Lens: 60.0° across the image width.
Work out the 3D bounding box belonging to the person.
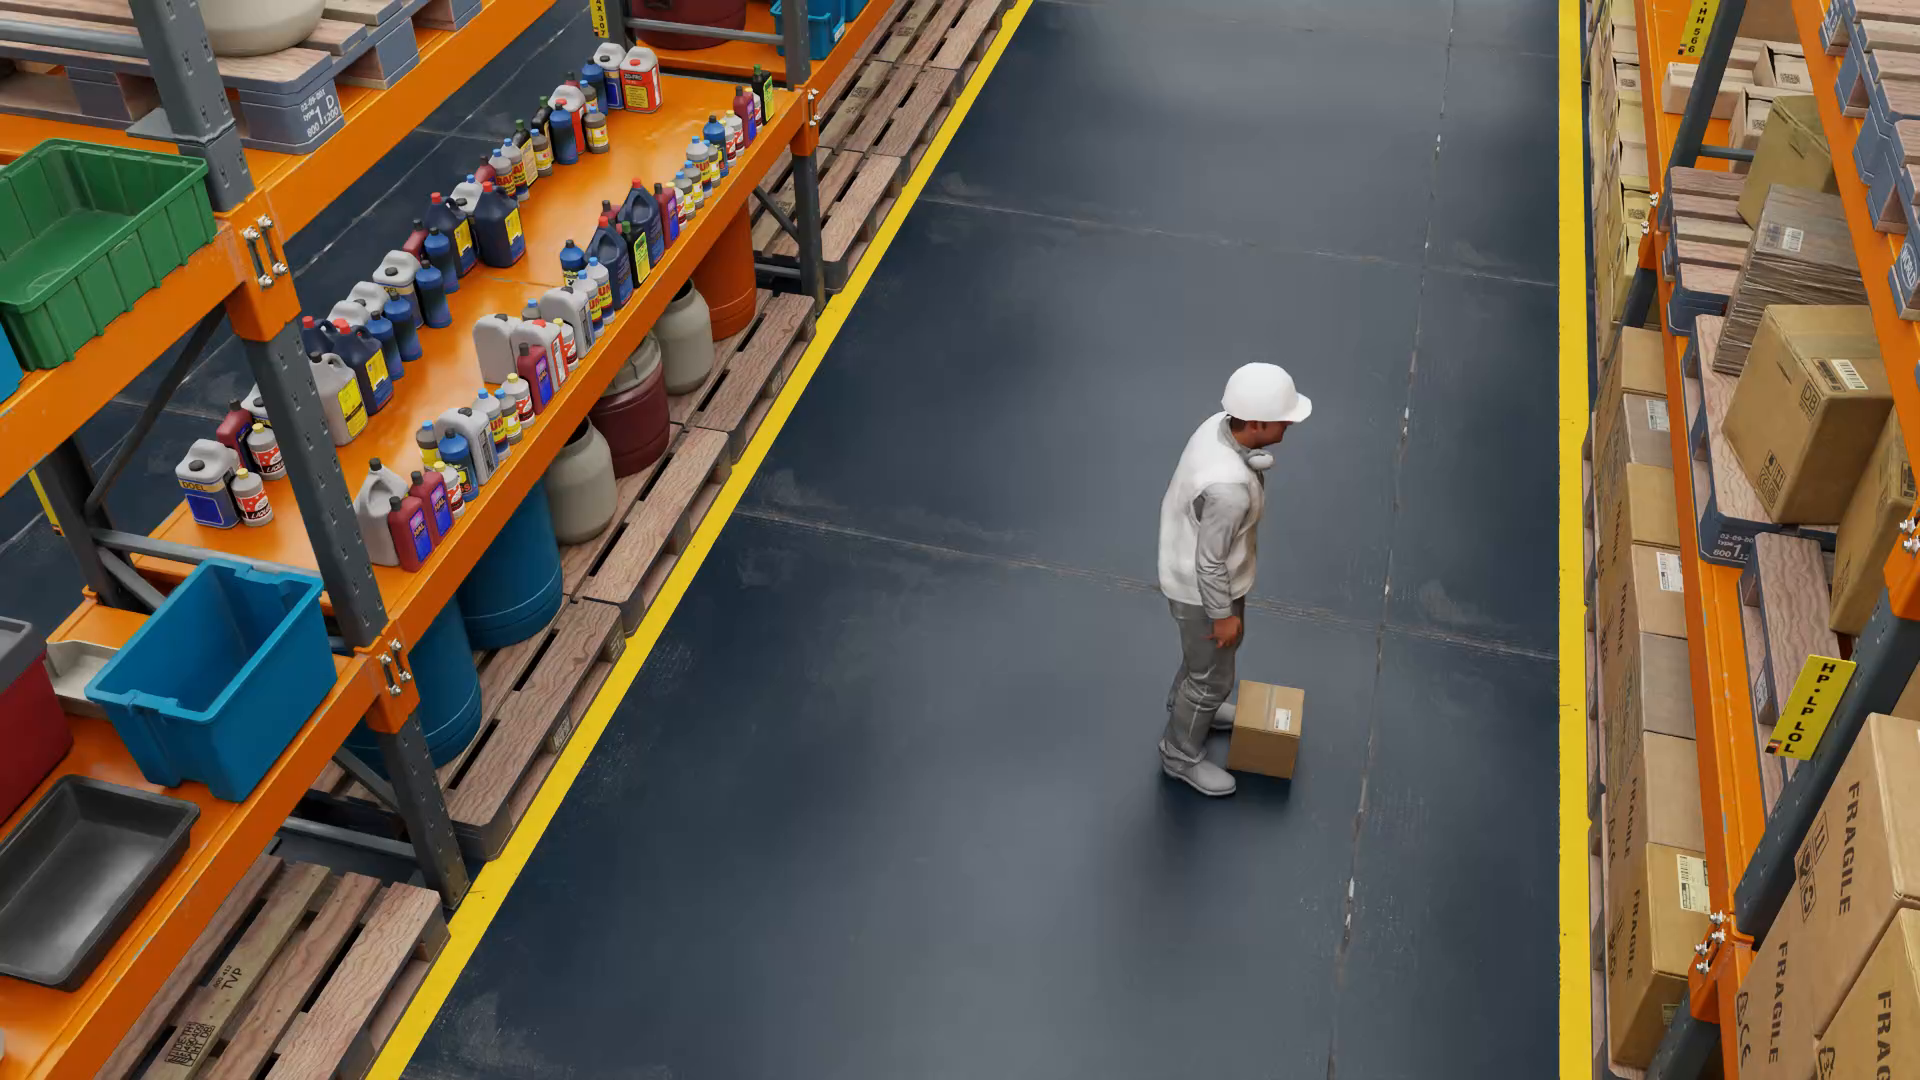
[{"bbox_3d":[0.936,0.114,6.004,0.457,1.773,0.593,8,41,9],"label":"person"}]
